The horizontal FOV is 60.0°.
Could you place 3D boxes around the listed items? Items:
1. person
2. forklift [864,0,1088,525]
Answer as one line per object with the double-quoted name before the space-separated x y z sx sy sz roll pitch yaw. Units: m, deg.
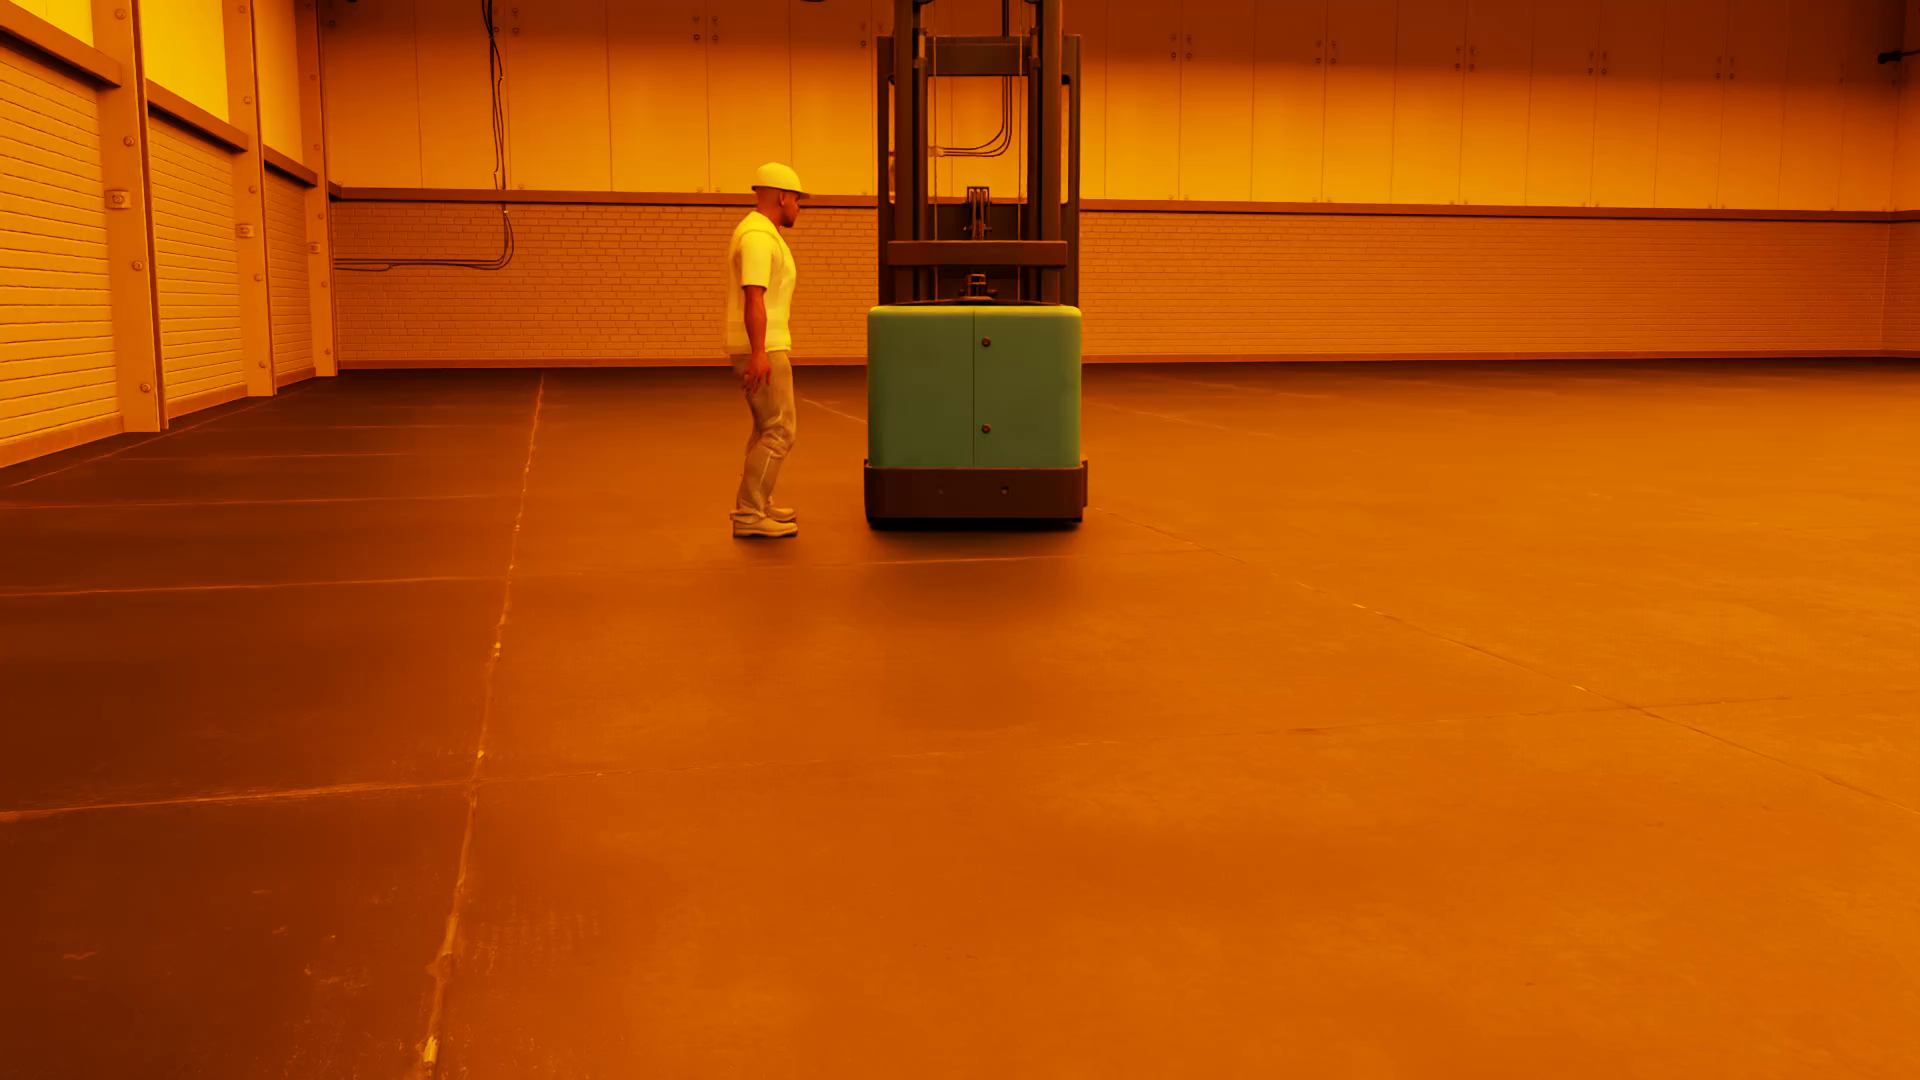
"person" -0.906 -0.899 7.868 0.426 1.737 0.839 -2 8 -13
"forklift" 0.108 -1.693 9.228 1.130 2.935 3.031 0 8 2
